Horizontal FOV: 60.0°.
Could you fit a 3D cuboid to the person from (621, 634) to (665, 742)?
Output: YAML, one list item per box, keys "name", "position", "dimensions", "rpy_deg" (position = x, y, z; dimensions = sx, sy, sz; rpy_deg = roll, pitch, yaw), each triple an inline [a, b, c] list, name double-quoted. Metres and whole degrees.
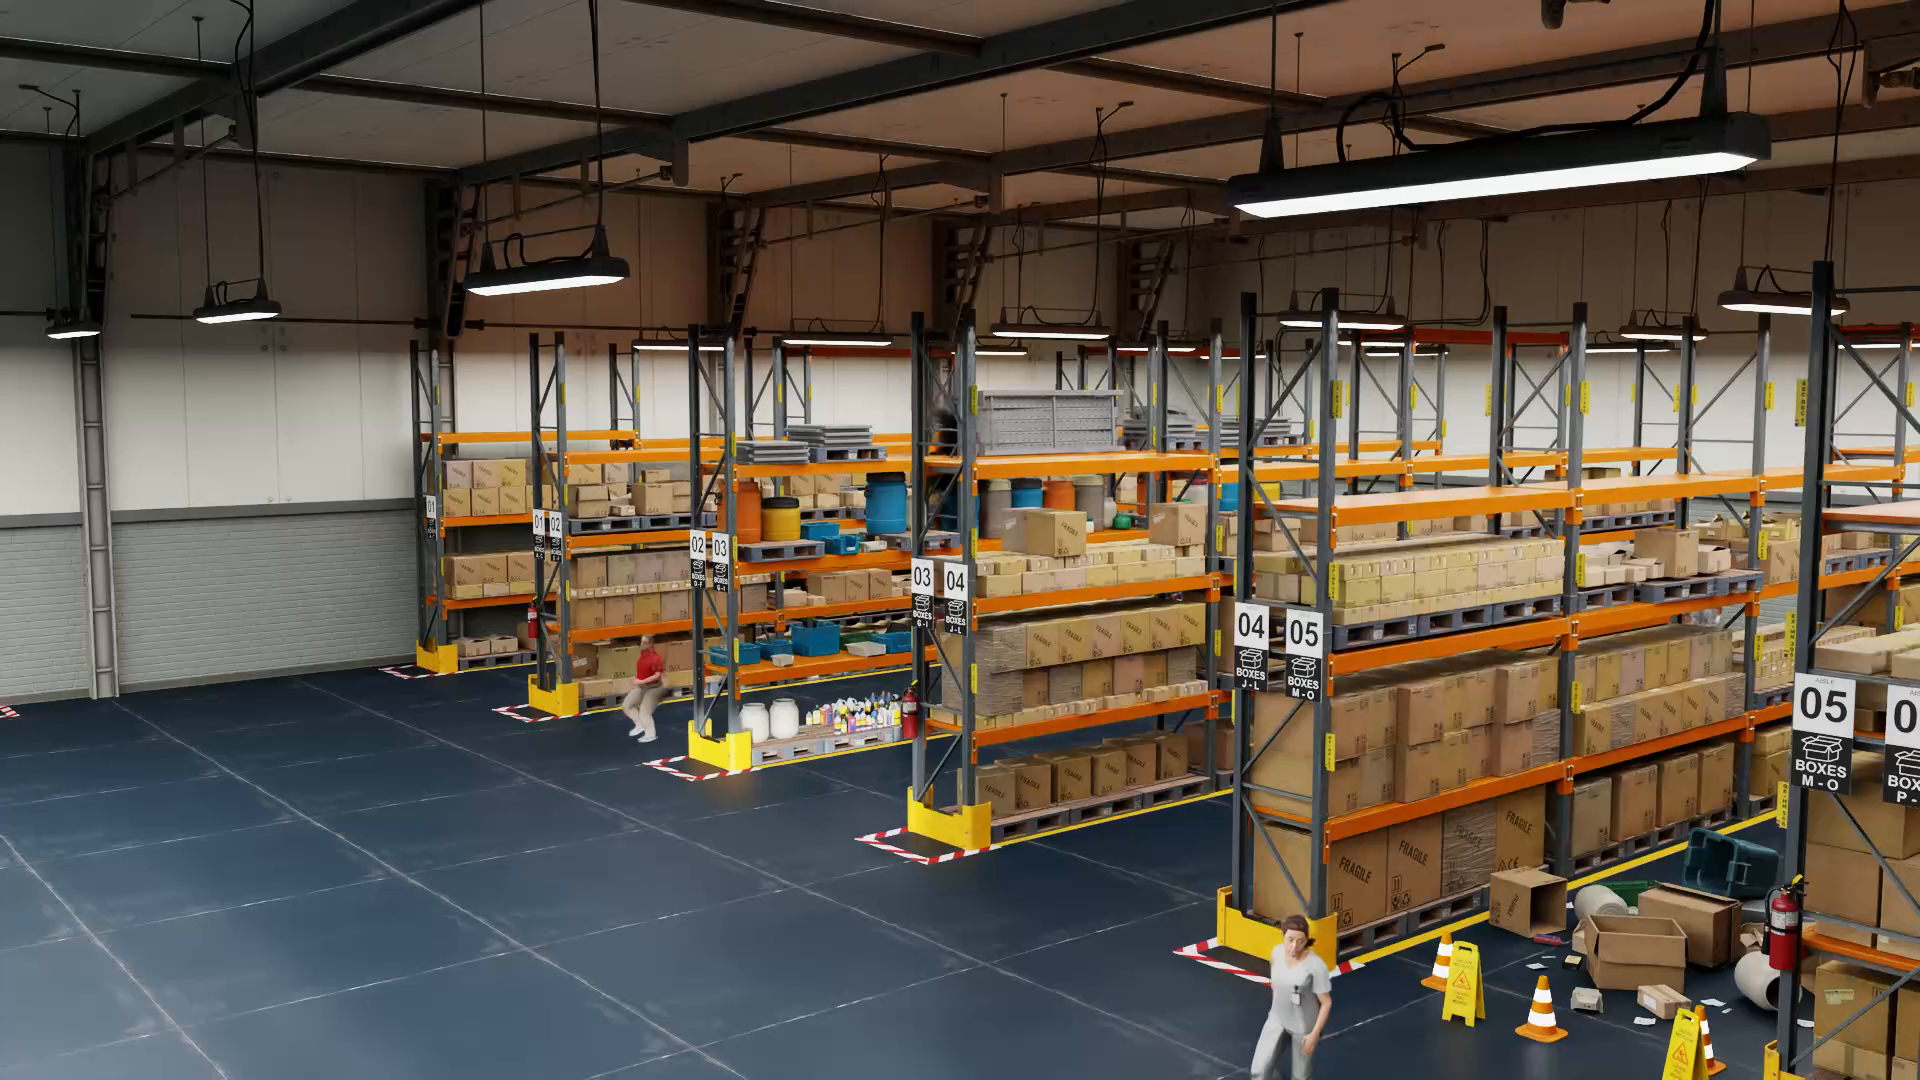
- name: "person"
  position: [-4.572, 2.146, 23.946]
  dimensions: [0.872, 1.619, 0.655]
  rpy_deg: [5, 7, 43]

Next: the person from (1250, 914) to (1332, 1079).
- name: "person"
  position: [2.296, 3.303, 11.302]
  dimensions: [0.536, 1.620, 0.708]
  rpy_deg: [3, 6, 31]

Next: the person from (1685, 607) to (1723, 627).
- name: "person"
  position: [13.239, 1.612, 29.673]
  dimensions: [0.705, 1.600, 0.858]
  rpy_deg: [1, 5, 11]
